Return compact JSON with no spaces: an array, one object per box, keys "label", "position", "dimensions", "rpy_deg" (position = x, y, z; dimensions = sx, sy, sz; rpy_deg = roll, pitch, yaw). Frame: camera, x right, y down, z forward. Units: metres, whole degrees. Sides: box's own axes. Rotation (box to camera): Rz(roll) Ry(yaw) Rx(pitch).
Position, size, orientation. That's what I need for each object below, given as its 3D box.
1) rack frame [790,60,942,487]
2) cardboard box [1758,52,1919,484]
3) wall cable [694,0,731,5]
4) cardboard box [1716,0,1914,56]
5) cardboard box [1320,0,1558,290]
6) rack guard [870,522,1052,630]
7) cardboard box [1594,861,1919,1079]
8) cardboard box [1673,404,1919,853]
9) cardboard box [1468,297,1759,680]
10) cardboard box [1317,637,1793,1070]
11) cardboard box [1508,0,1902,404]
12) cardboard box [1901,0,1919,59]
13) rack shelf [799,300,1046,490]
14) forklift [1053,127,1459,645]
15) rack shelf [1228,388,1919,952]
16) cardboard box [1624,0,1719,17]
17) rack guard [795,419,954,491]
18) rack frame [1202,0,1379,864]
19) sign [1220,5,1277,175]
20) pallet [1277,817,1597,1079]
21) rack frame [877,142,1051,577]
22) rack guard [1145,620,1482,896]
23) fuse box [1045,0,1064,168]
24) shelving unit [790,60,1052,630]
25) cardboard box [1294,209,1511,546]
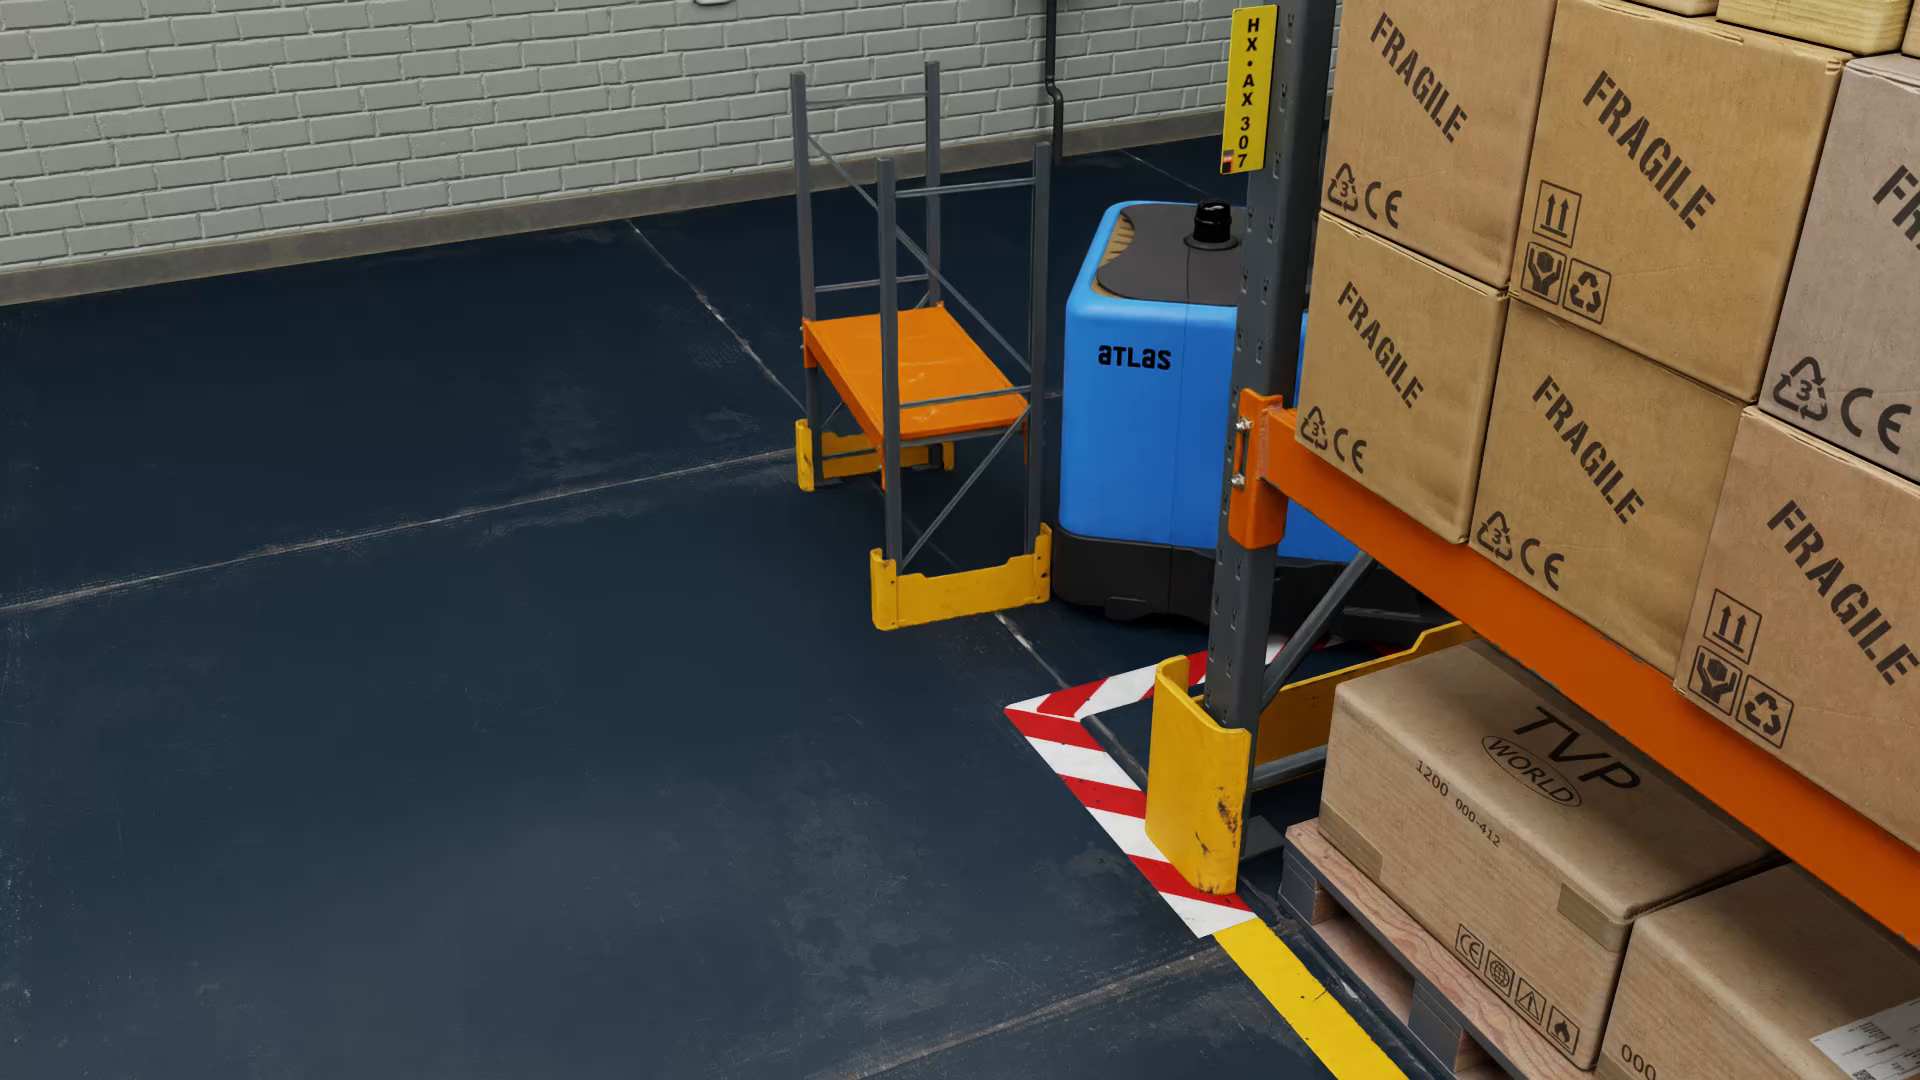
[{"label":"rack frame","position":[-0.309,-0.894,5.811],"dimensions":[0.500,1.500,0.032],"rpy_deg":[-9,31,-16]},{"label":"cardboard box","position":[1.482,-0.351,2.184],"dimensions":[0.500,0.500,0.500],"rpy_deg":[-13,32,-22]},{"label":"wall cable","position":[-1.364,-3.538,7.922],"dimensions":[0.585,1.953,0.123],"rpy_deg":[-13,32,-22]},{"label":"cardboard box","position":[1.294,-0.791,2.306],"dimensions":[0.380,0.149,0.250],"rpy_deg":[-14,32,-24]},{"label":"cardboard box","position":[1.026,-0.803,2.991],"dimensions":[0.500,0.500,0.500],"rpy_deg":[-14,32,-23]},{"label":"rack guard","position":[0.007,0.113,5.292],"dimensions":[0.587,0.250,0.087],"rpy_deg":[-9,31,-16]},{"label":"cardboard box","position":[1.852,1.012,3.068],"dimensions":[0.875,0.438,0.875],"rpy_deg":[-12,32,-21]},{"label":"cardboard box","position":[1.469,0.080,2.439],"dimensions":[0.500,0.500,0.500],"rpy_deg":[-13,32,-22]},{"label":"cardboard box","position":[1.267,-0.149,2.846],"dimensions":[0.500,0.500,0.500],"rpy_deg":[-14,32,-23]},{"label":"cardboard box","position":[1.451,0.610,3.786],"dimensions":[0.875,0.438,0.875],"rpy_deg":[-14,32,-24]},{"label":"cardboard box","position":[1.254,-0.576,2.586],"dimensions":[0.500,0.500,0.500],"rpy_deg":[-14,32,-23]},{"label":"cardboard box","position":[1.454,-0.686,2.118],"dimensions":[0.380,0.149,0.250],"rpy_deg":[-13,32,-22]},{"label":"rack shelf","position":[-0.148,-0.502,5.479],"dimensions":[0.538,0.185,1.000],"rpy_deg":[-9,31,-16]},{"label":"forklift","position":[1.868,-1.121,4.752],"dimensions":[3.031,2.935,1.130],"rpy_deg":[6,30,10]},{"label":"rack shelf","position":[1.936,0.602,2.345],"dimensions":[1.077,0.370,4.000],"rpy_deg":[-13,32,-22]},{"label":"cardboard box","position":[1.165,-0.903,2.506],"dimensions":[0.380,0.149,0.250],"rpy_deg":[-12,31,-20]},{"label":"rack guard","position":[-0.309,-0.349,6.116],"dimensions":[0.587,0.250,0.087],"rpy_deg":[-9,31,-16]},{"label":"rack frame","position":[1.077,-0.595,3.745],"dimensions":[1.000,3.000,0.127],"rpy_deg":[-13,32,-22]},{"label":"sign","position":[0.574,-0.893,3.310],"dimensions":[0.100,0.325,0.005],"rpy_deg":[-13,32,-22]},{"label":"pallet","position":[1.491,0.958,3.826],"dimensions":[1.003,0.211,1.213],"rpy_deg":[-13,32,-22]},{"label":"rack frame","position":[0.013,-0.423,4.970],"dimensions":[0.500,1.500,0.032],"rpy_deg":[-9,31,-16]},{"label":"rack guard","position":[1.067,0.484,4.375],"dimensions":[1.175,0.500,0.348],"rpy_deg":[-13,32,-22]},{"label":"fuse box","position":[0.596,-2.896,9.165],"dimensions":[0.539,1.711,0.414],"rpy_deg":[-13,32,-22]},{"label":"shelving unit","position":[-0.151,-0.663,5.398],"dimensions":[0.587,1.500,1.083],"rpy_deg":[-9,31,-16]},{"label":"cardboard box","position":[1.024,-0.366,3.234],"dimensions":[0.500,0.500,0.500],"rpy_deg":[-13,32,-22]}]
